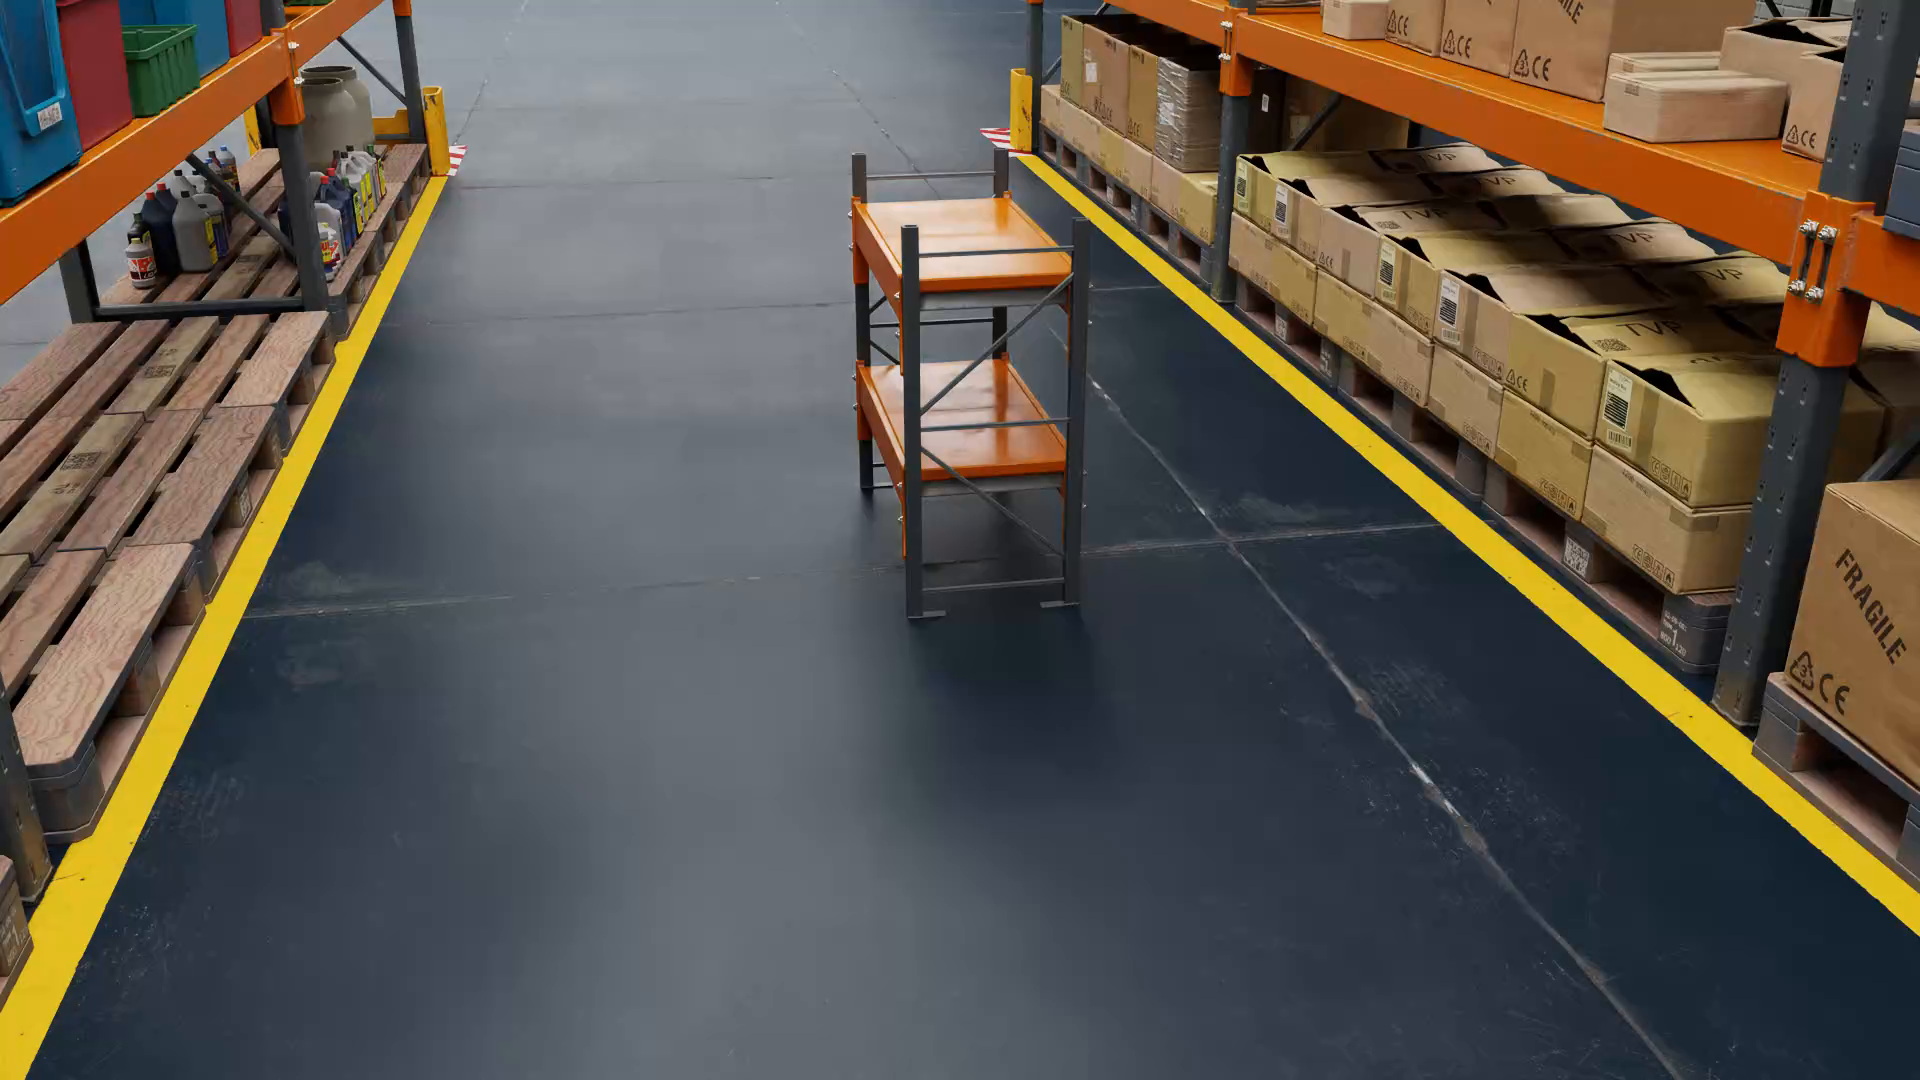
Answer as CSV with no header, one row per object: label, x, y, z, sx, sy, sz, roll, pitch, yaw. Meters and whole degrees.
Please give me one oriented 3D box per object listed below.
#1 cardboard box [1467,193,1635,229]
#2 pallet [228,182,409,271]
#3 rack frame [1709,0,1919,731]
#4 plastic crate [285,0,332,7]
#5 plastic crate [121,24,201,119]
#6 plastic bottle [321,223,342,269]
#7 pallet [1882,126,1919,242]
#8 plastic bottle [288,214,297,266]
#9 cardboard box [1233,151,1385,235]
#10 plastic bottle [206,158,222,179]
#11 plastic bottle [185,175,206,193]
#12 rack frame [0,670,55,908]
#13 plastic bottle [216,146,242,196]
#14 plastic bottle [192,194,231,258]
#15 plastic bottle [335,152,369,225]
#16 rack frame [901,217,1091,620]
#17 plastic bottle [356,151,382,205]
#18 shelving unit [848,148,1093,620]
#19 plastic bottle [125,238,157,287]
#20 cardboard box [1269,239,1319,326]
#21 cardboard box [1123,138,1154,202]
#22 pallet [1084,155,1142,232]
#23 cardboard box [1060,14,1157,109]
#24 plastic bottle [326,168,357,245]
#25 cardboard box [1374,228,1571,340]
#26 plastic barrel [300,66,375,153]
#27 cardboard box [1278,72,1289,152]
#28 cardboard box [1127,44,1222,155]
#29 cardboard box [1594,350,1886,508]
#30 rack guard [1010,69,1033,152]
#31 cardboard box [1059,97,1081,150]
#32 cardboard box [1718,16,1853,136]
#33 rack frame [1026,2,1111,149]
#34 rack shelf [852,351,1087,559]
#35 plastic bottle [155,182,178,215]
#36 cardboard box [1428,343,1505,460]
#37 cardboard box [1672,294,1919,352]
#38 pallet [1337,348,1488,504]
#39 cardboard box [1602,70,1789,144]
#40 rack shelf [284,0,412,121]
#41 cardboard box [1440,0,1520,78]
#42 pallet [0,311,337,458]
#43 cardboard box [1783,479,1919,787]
cardboard box,2.236,-1.183,6.420,0.500,0.311,0.500,-4,24,-10
pallet,-3.494,-1.637,8.735,1.003,0.211,1.213,-4,24,-10
rack frame,2.427,-0.959,3.697,1.000,3.000,0.127,-4,24,-10
plastic crate,-3.155,-2.625,7.777,0.450,0.188,0.662,-4,24,-10
plastic crate,-2.582,-1.406,4.986,0.450,0.188,0.662,-4,24,-10
plastic bottle,-2.847,-1.324,7.480,0.097,0.201,0.097,0,24,0
pallet,2.621,-0.609,3.137,1.213,0.211,1.003,-4,24,-10
plastic bottle,-3.001,-1.399,7.549,0.061,0.283,0.133,-4,24,-10
cardboard box,1.519,-1.541,7.240,0.500,0.311,0.500,-4,24,-10
plastic bottle,-3.829,-1.821,8.530,0.097,0.271,0.097,0,24,0
plastic bottle,-3.705,-1.619,8.063,0.152,0.276,0.135,-4,24,-9
rack frame,-2.442,-0.594,2.861,1.000,3.000,0.127,-4,24,-10
plastic bottle,-3.892,-1.955,8.839,0.097,0.271,0.097,0,24,0
plastic bottle,-3.478,-1.449,7.673,0.152,0.276,0.135,-4,24,-10
plastic bottle,-3.036,-1.744,8.256,0.144,0.351,0.185,-4,24,-10
rack frame,0.095,-0.313,4.561,0.500,1.125,0.032,-4,24,-10
plastic bottle,-3.131,-1.903,8.712,0.152,0.276,0.135,-4,24,-9
shelving unit,0.001,-0.513,5.019,0.538,1.125,1.048,-4,24,-10
plastic bottle,-3.555,-1.206,7.210,0.097,0.201,0.097,0,24,0
cardboard box,1.611,-1.086,6.900,0.500,0.250,0.500,-4,24,-8
cardboard box,1.197,-2.024,9.047,0.500,0.250,0.500,-4,24,-10
pallet,1.352,-2.051,9.682,1.003,0.211,1.213,-4,24,-10
cardboard box,0.922,-2.958,10.248,0.500,0.500,0.500,-4,24,-10
plastic bottle,-2.958,-1.577,7.873,0.144,0.351,0.185,-5,24,-12
cardboard box,1.804,-0.936,5.855,0.500,0.311,0.500,-4,24,-8
plastic barrel,-3.724,-2.539,9.900,0.421,0.512,0.421,0,24,0
cardboard box,1.809,-2.210,8.536,0.500,0.500,0.500,-4,24,-10
cardboard box,1.209,-2.368,8.899,0.500,0.500,0.500,-4,24,-10
cardboard box,2.088,-0.336,4.482,0.500,0.311,0.500,-4,24,-8
rack guard,0.943,-2.969,11.424,1.175,0.500,0.348,-4,24,-10
cardboard box,0.924,-2.614,10.398,0.500,0.250,0.500,-4,24,-10
cardboard box,2.452,-1.284,4.554,0.500,0.311,0.500,-5,24,-10
rack frame,0.947,-4.105,10.902,1.000,3.000,0.127,-4,24,-10
rack shelf,0.001,-0.289,5.117,0.538,0.278,1.000,-4,24,-10
plastic bottle,-3.619,-1.462,7.610,0.144,0.351,0.185,-6,24,-12
cardboard box,1.901,-0.481,5.513,0.500,0.250,0.500,-4,24,-9
cardboard box,2.513,-0.582,5.045,0.500,0.311,0.500,-5,24,-11
pallet,2.091,-0.486,6.100,1.003,0.211,1.213,-4,24,-10
cardboard box,1.989,-1.177,4.511,0.380,0.149,0.250,-4,24,-10
rack shelf,-3.551,-2.624,8.409,1.077,0.370,4.000,-4,24,-10
cardboard box,2.003,-1.870,5.660,0.500,0.500,0.500,-4,24,-10
pallet,-2.998,-0.583,6.321,1.003,0.211,1.213,-4,24,-10
cardboard box,2.230,0.185,3.651,0.500,0.500,0.500,-3,24,-7
